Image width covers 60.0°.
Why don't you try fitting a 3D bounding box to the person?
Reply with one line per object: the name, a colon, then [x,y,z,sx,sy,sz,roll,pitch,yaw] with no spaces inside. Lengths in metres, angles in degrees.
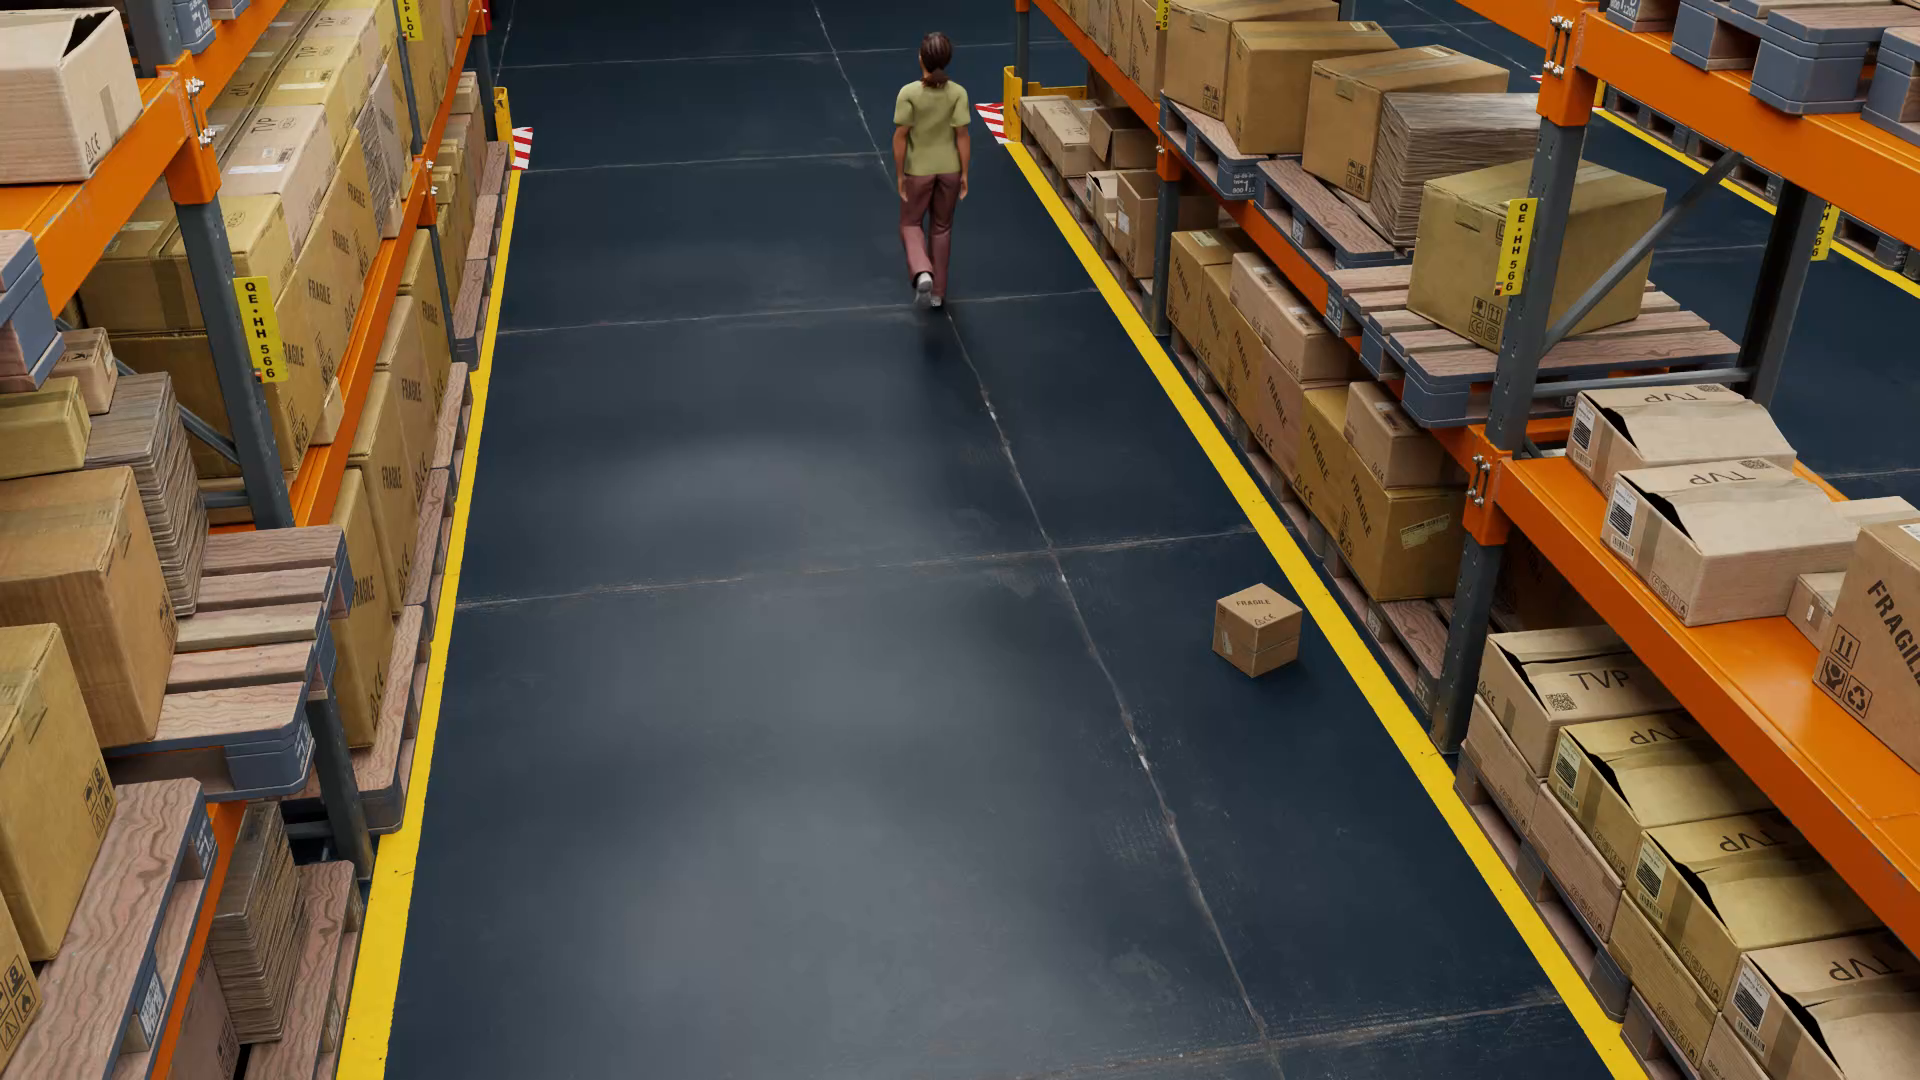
person: [-0.162,-2.080,9.658,0.448,1.593,0.665,-4,31,-6]
